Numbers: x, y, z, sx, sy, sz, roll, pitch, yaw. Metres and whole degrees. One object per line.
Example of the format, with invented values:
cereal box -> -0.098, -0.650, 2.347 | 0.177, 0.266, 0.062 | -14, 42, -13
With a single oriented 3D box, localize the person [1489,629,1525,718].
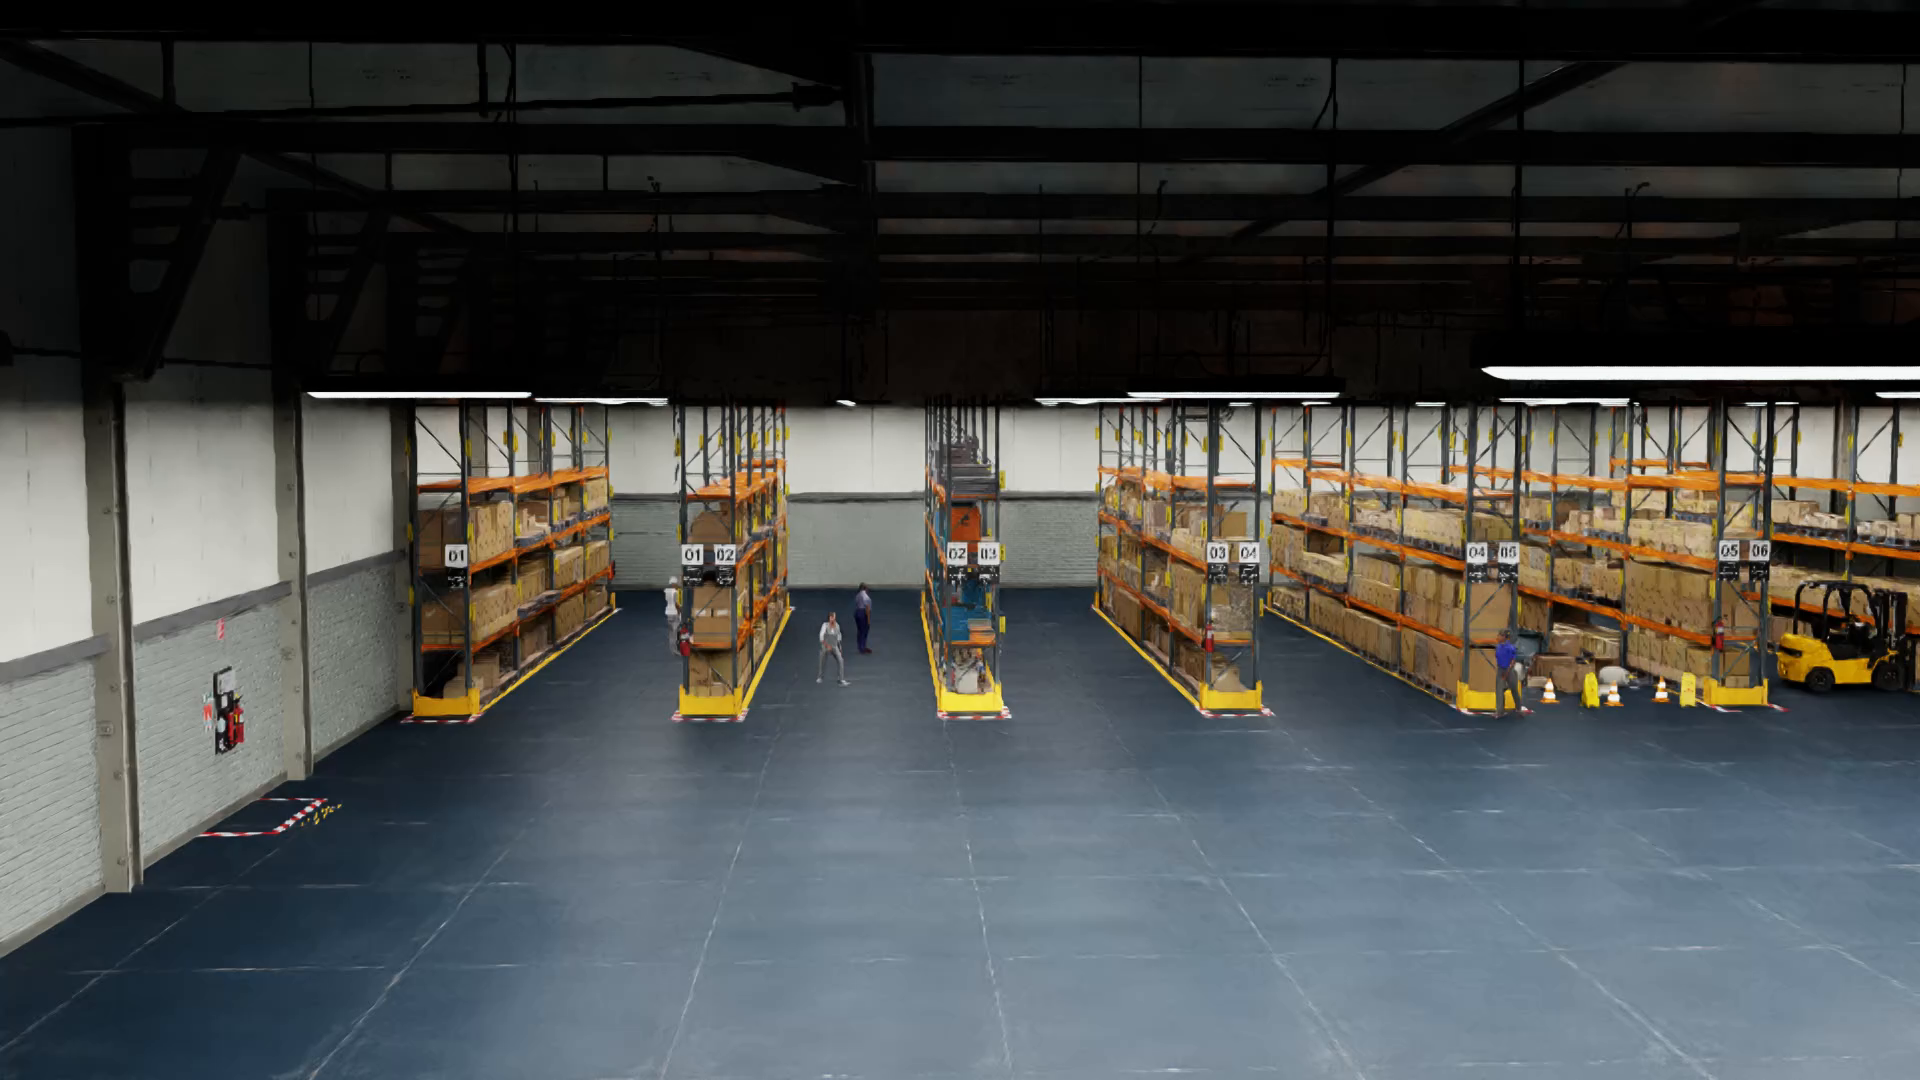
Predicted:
person -> 10.162, 2.467, 30.839 | 0.684, 1.643, 0.490 | -3, 5, -32

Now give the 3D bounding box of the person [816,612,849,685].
person -> -2.676, 2.231, 34.409 | 0.569, 1.530, 0.774 | -2, 5, -21

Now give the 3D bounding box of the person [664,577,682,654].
person -> -6.644, 1.744, 38.881 | 0.456, 1.786, 0.617 | -3, 5, -34

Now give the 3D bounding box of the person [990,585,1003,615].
person -> 0.956, 1.177, 46.242 | 0.479, 1.772, 0.616 | 0, 5, 4

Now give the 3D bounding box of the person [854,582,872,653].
person -> -2.245, 1.814, 39.041 | 0.430, 1.639, 0.530 | -3, 5, -31
